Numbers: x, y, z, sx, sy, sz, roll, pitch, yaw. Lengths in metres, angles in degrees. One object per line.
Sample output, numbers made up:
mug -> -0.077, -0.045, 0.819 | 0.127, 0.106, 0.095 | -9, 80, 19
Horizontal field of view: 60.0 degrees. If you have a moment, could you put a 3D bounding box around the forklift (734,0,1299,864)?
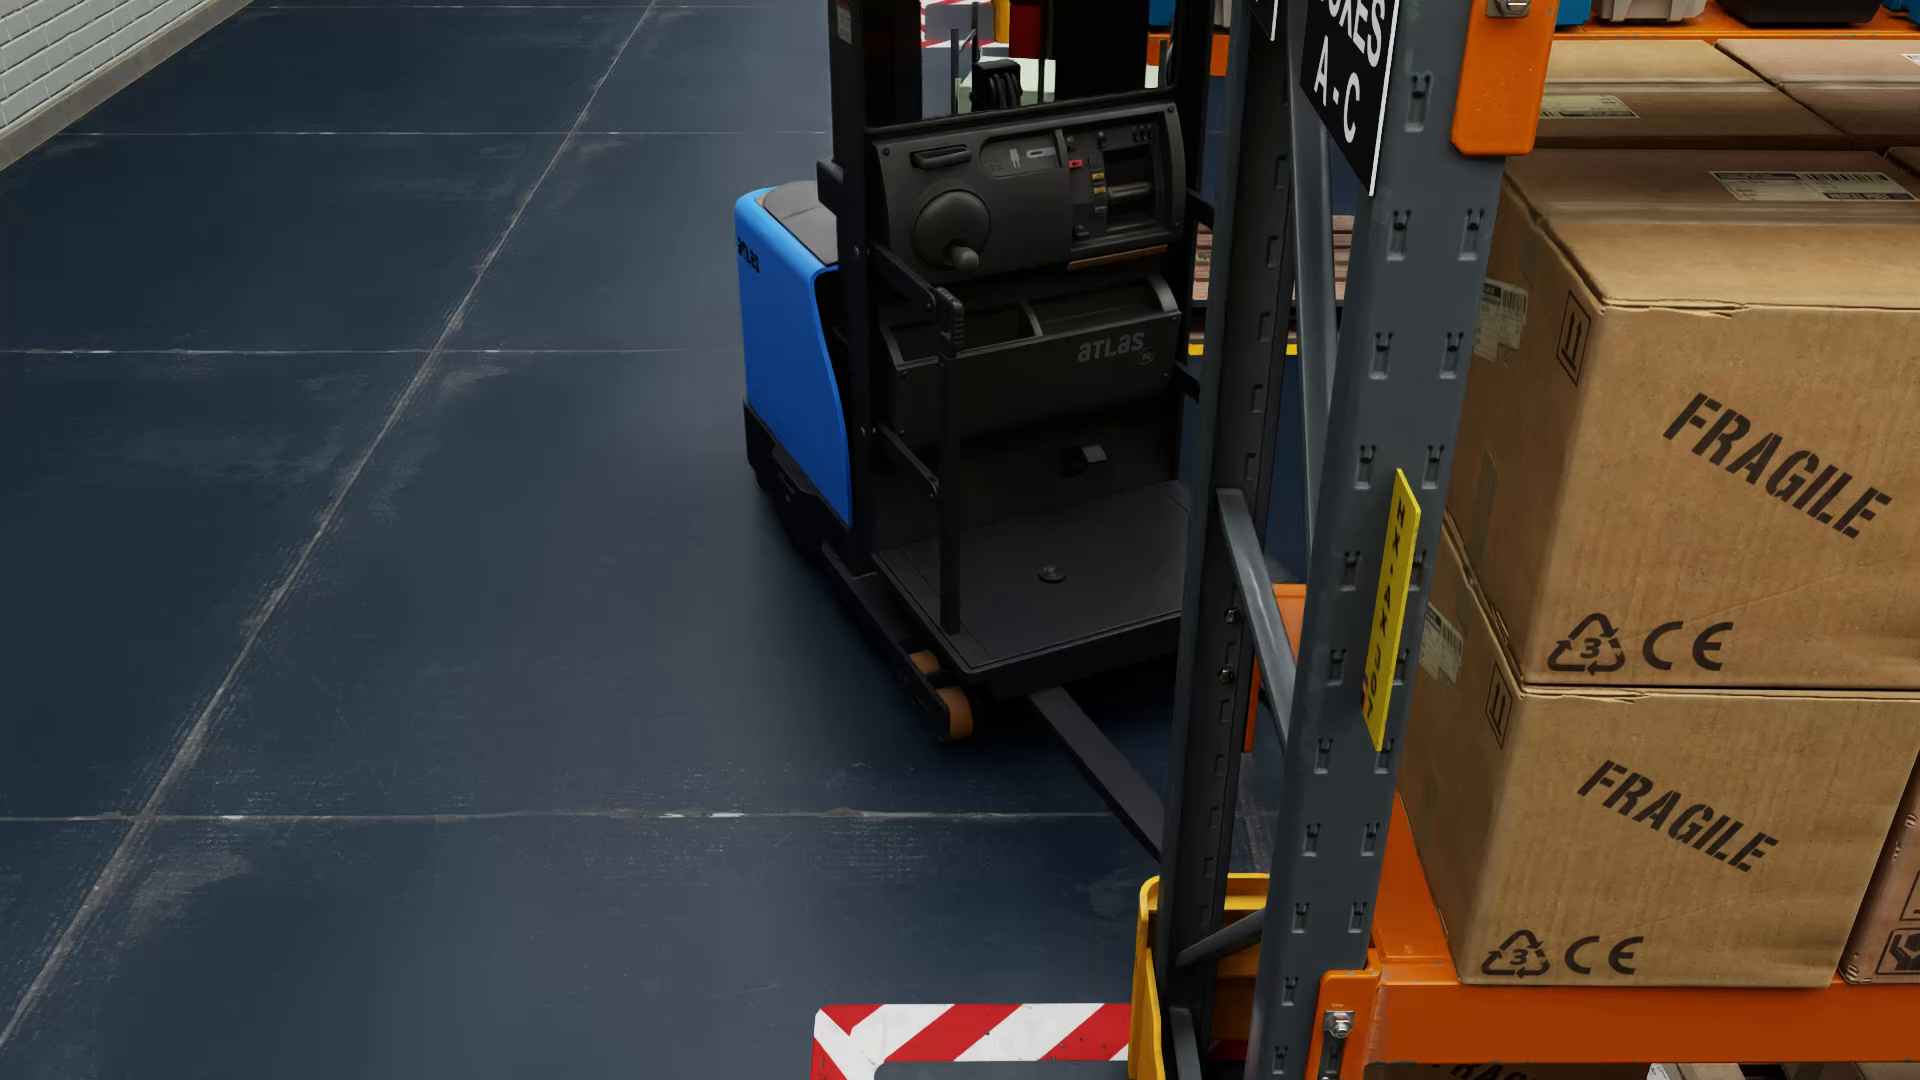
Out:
forklift -> 0.305, -0.929, 4.456 | 1.130, 2.935, 3.031 | -14, 34, -21

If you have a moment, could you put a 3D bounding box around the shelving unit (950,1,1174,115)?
shelving unit -> 0.375, -1.208, 6.295 | 0.755, 1.500, 0.431 | 6, 32, 10

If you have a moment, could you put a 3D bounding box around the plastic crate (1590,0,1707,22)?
plastic crate -> 2.717, -2.162, 6.619 | 0.466, 0.136, 0.293 | 0, 31, 0

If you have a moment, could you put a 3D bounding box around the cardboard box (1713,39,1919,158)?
cardboard box -> 1.431, -0.445, 2.532 | 0.500, 0.500, 0.500 | 1, 31, 1

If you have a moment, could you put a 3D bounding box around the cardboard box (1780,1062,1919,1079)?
cardboard box -> 1.975, 1.042, 3.368 | 0.500, 0.250, 0.500 | 0, 31, 0

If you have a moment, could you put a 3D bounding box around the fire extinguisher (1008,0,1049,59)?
fire extinguisher -> 0.303, -2.441, 7.316 | 0.183, 0.674, 0.296 | 0, 31, 0

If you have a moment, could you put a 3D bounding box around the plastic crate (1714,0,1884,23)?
plastic crate -> 3.338, -2.176, 6.652 | 0.590, 0.125, 0.437 | 0, 31, 0

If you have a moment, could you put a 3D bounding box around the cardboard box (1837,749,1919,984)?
cardboard box -> 1.443, 0.259, 2.335 | 0.500, 0.500, 0.500 | 0, 31, -1

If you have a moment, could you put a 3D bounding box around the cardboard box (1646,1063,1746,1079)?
cardboard box -> 1.430, 1.110, 3.336 | 0.250, 0.166, 0.380 | 0, 31, 0

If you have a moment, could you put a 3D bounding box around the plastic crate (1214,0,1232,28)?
plastic crate -> 1.026, -2.099, 6.515 | 0.298, 0.136, 0.250 | 0, 31, 0

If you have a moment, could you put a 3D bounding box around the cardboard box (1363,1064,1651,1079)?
cardboard box -> 1.025, 0.922, 3.324 | 0.500, 0.500, 0.500 | 0, 31, 0

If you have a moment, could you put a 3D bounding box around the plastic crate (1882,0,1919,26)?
plastic crate -> 3.991, -2.251, 6.527 | 0.575, 0.384, 0.392 | 0, 31, 0

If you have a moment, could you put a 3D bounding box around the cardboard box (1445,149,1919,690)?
cardboard box -> 0.928, -0.164, 2.068 | 0.500, 0.500, 0.500 | 1, 31, 1

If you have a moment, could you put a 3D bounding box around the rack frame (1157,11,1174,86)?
rack frame -> 0.733, -1.168, 6.229 | 0.023, 1.500, 0.400 | 6, 32, 10

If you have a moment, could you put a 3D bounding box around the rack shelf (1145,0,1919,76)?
rack shelf -> 2.456, -2.097, 7.008 | 4.000, 0.370, 1.077 | 0, 31, 0

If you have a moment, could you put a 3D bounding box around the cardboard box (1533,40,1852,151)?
cardboard box -> 0.926, -0.443, 2.529 | 0.500, 0.500, 0.500 | 0, 31, -1

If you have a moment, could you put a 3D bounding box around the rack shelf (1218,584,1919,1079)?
rack shelf -> 2.482, 0.472, 2.773 | 4.000, 0.370, 1.077 | 0, 31, 0

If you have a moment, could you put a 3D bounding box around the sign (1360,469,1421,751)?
sign -> 0.486, 0.082, 1.888 | 0.005, 0.325, 0.100 | 0, 31, 0

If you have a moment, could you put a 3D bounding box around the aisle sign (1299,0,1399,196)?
aisle sign -> 0.416, -0.788, 1.651 | 0.004, 0.787, 0.394 | 0, 31, 0

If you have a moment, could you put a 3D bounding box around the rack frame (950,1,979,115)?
rack frame -> 0.017, -1.247, 6.360 | 0.023, 1.500, 0.400 | 6, 32, 10

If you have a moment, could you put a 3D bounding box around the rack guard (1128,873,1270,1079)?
rack guard -> 0.558, 1.239, 3.225 | 0.348, 0.500, 1.175 | 0, 31, 0

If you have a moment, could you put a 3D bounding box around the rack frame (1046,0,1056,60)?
rack frame -> 0.456, -2.398, 6.811 | 0.127, 3.000, 1.000 | 0, 31, 0

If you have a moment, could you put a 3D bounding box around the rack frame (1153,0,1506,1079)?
rack frame -> 0.482, 0.171, 2.576 | 0.127, 3.000, 1.000 | 0, 31, 0

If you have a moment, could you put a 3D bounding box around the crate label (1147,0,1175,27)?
crate label -> 0.705, -2.182, 6.559 | 0.303, 0.233, 0.416 | 0, 31, 0

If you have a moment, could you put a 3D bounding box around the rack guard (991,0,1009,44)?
rack guard -> 0.402, -3.899, 11.694 | 0.348, 0.500, 1.175 | 0, 31, 0

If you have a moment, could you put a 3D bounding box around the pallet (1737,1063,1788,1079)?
pallet -> 1.356, 1.360, 3.305 | 1.213, 0.211, 1.003 | 0, 31, 0

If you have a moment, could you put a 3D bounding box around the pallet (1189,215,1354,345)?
pallet -> 1.281, -1.189, 7.506 | 1.213, 0.211, 1.003 | 0, 31, 0

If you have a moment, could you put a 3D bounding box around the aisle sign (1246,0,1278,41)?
aisle sign -> 0.412, -1.099, 2.164 | 0.004, 0.787, 0.394 | 0, 31, 0

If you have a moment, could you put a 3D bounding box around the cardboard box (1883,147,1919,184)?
cardboard box -> 1.450, -0.169, 2.077 | 0.500, 0.500, 0.500 | 0, 31, 0

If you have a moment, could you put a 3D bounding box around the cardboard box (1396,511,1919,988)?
cardboard box -> 0.928, 0.264, 2.327 | 0.500, 0.500, 0.500 | 0, 31, 1

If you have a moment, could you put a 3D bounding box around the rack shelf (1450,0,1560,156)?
rack shelf -> 2.482, -0.810, 1.995 | 4.000, 0.370, 1.077 | 0, 31, 0

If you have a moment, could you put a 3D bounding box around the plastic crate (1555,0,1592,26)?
plastic crate -> 2.322, -2.188, 6.567 | 0.300, 0.233, 0.416 | 0, 31, 0

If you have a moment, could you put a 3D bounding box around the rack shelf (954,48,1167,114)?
rack shelf -> 0.375, -1.541, 6.092 | 0.720, 0.370, 0.431 | 6, 32, 10
